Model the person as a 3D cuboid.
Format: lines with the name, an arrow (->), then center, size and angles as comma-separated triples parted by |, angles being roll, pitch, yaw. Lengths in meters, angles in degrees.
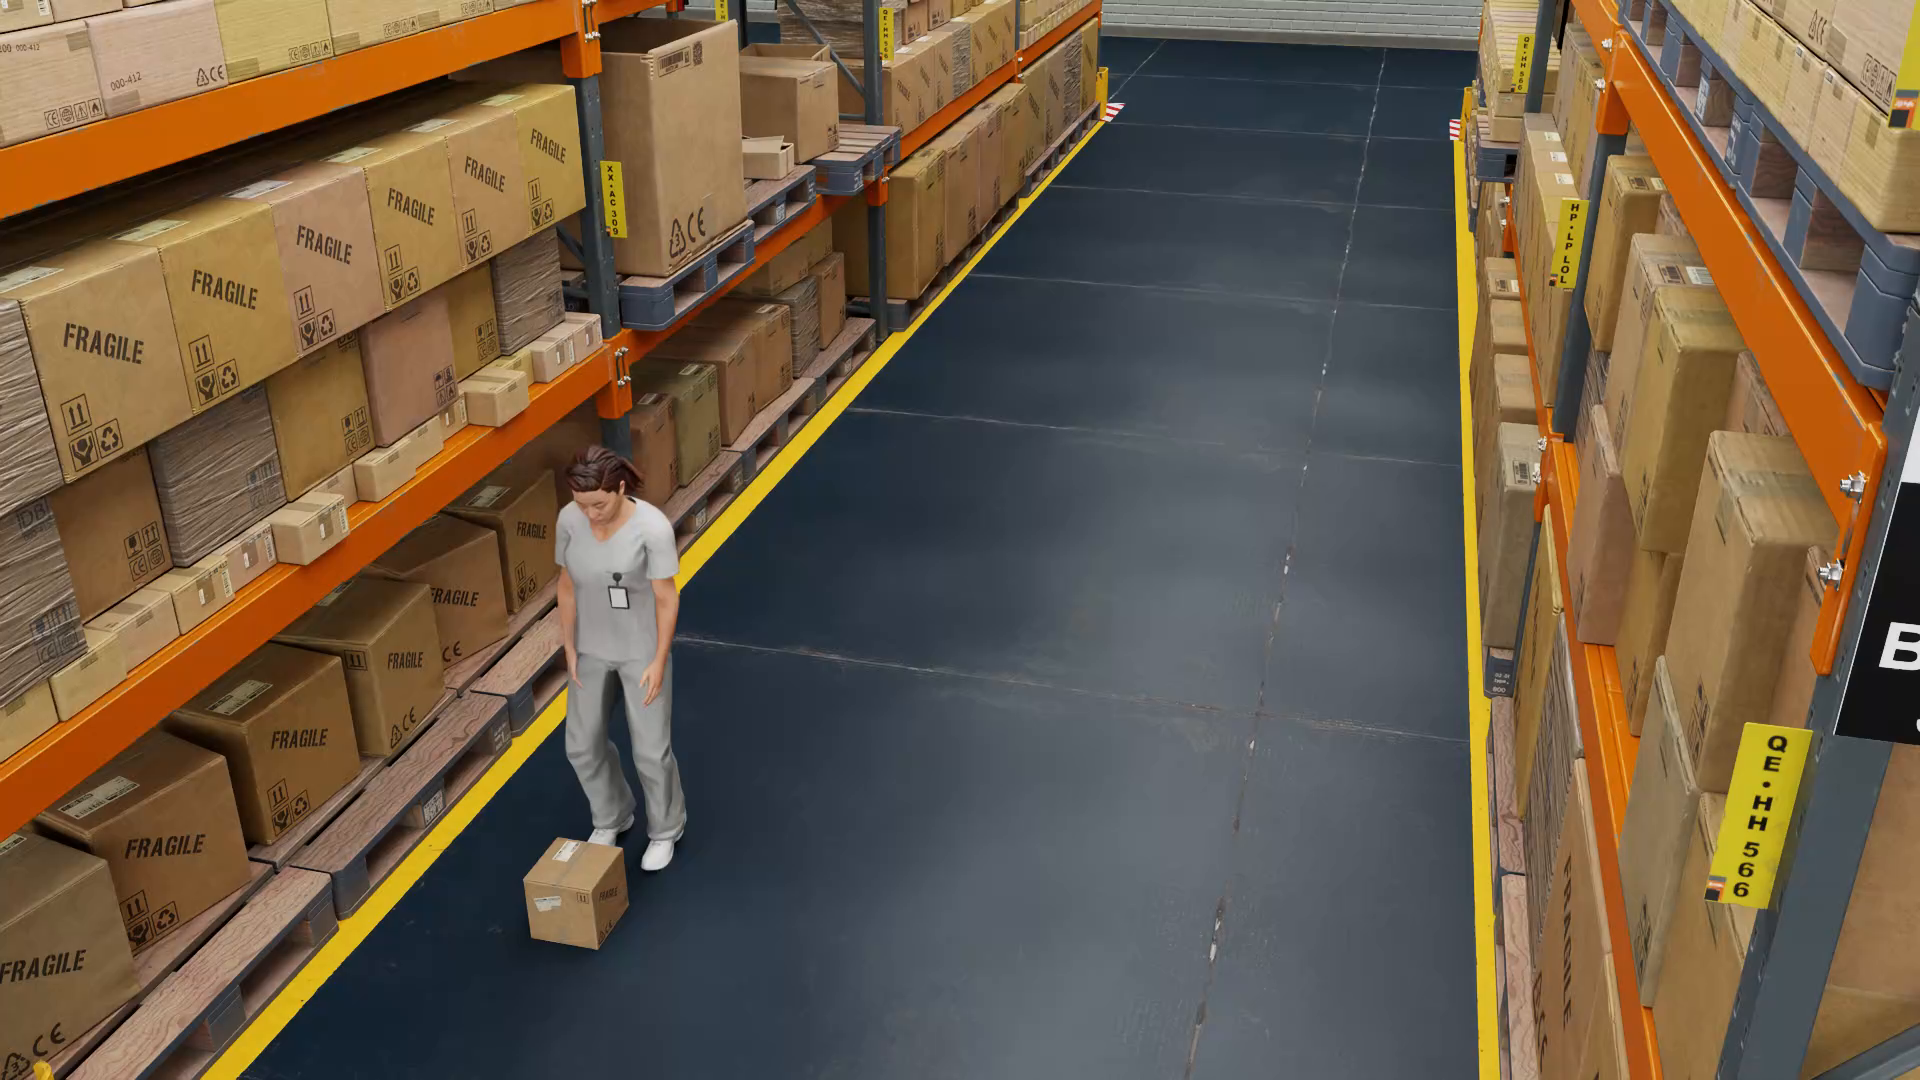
person -> -1.179, 0.403, 5.818 | 0.458, 1.637, 0.368 | 7, 26, 14
